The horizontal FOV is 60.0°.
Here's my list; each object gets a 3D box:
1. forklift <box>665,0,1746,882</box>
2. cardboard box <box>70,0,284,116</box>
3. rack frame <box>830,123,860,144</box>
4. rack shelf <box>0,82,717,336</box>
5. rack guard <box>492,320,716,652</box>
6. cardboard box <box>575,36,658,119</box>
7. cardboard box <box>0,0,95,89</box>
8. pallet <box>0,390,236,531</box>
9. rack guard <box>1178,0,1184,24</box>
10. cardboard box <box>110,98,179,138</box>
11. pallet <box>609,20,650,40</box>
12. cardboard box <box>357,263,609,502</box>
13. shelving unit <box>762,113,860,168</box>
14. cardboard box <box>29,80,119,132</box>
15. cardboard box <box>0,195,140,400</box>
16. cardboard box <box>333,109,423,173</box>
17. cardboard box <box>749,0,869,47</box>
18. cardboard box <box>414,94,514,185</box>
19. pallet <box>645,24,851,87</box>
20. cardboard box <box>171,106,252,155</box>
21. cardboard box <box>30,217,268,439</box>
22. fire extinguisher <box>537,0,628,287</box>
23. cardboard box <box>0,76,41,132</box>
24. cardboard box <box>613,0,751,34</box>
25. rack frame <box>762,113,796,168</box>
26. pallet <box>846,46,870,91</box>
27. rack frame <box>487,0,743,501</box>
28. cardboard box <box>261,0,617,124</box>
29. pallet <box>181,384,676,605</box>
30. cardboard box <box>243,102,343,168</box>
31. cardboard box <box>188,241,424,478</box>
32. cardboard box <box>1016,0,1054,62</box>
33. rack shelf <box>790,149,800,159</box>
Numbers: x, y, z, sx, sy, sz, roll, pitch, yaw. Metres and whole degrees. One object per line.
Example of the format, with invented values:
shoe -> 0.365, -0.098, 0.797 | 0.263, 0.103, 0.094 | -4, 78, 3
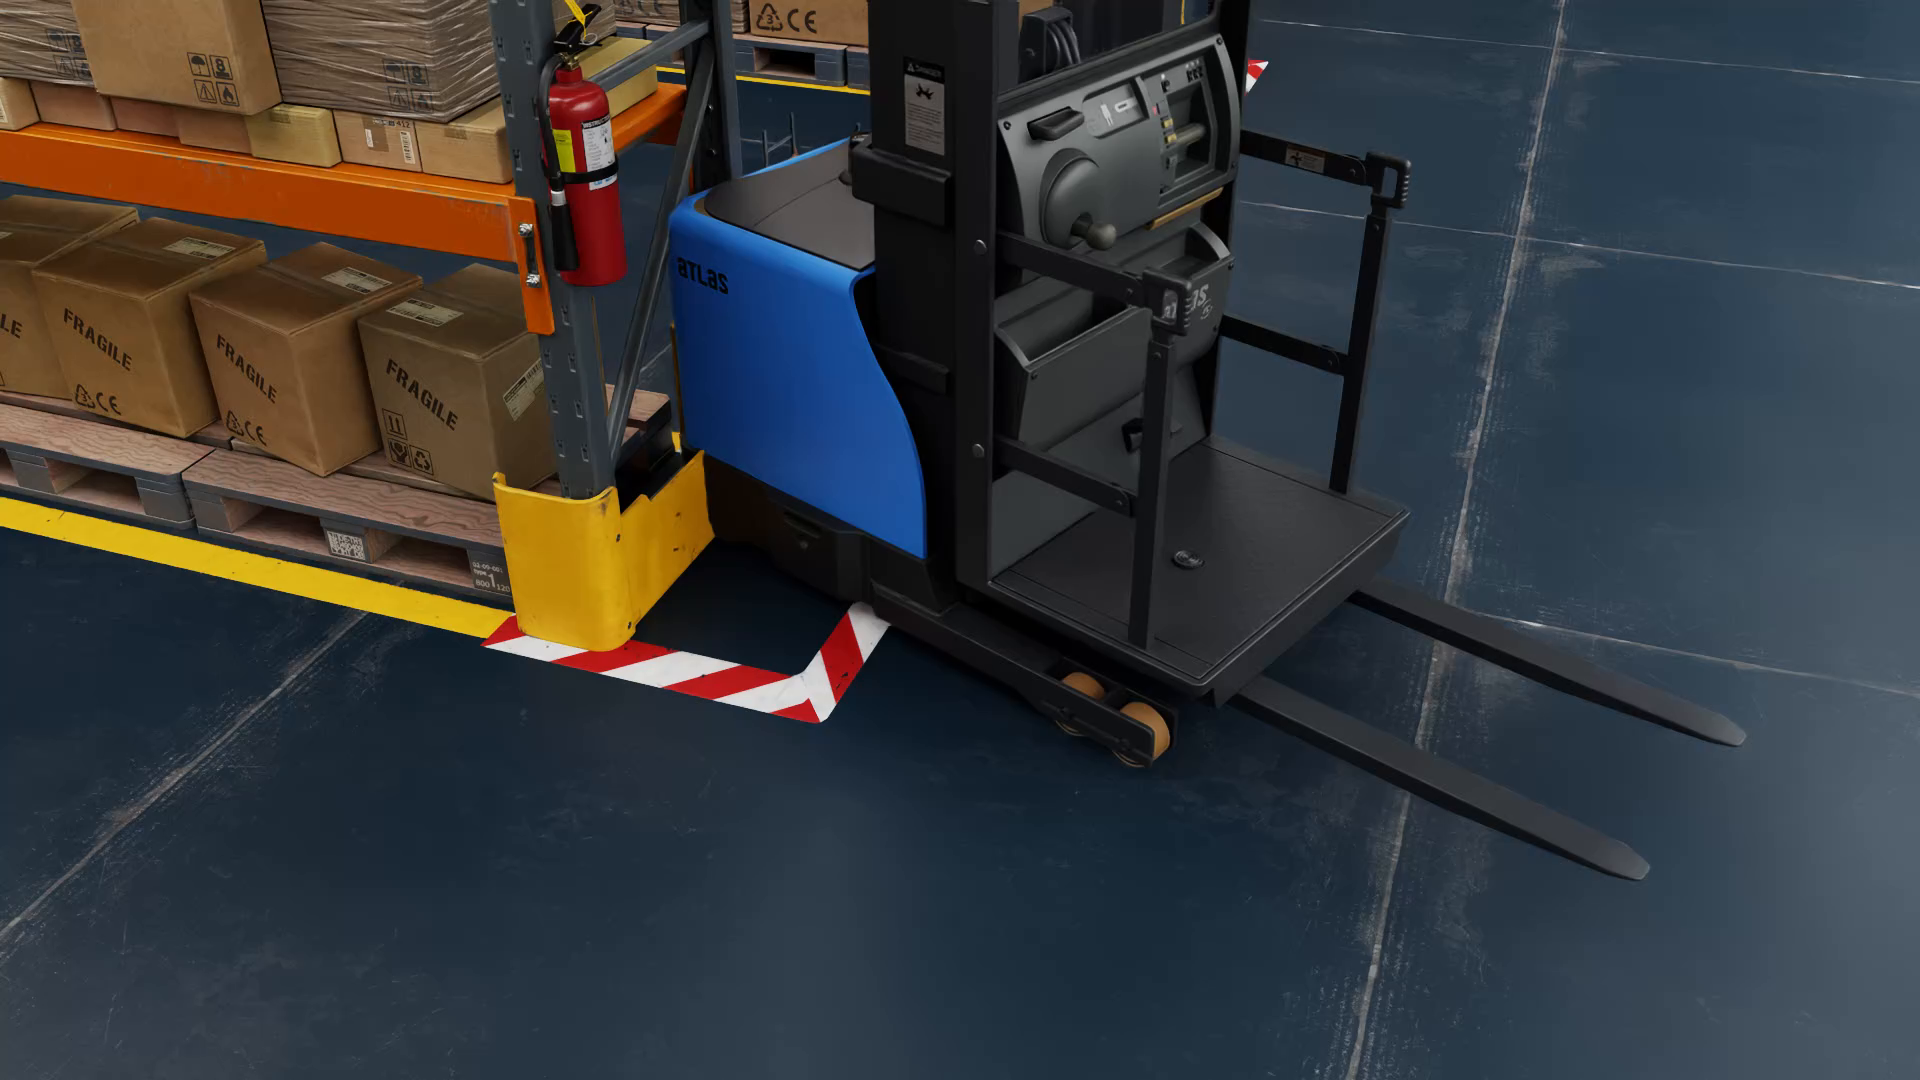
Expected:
forklift -> 0.576, -0.964, 4.041 | 3.031, 2.935, 1.130 | 25, 40, 33
cardboard box -> -1.900, -1.558, 4.532 | 0.500, 0.500, 0.875 | 11, 34, 16
rack frame -> -0.370, -0.870, 5.630 | 0.008, 1.050, 0.200 | 13, 35, 20
rack shelf -> -2.763, -1.310, 5.177 | 4.000, 0.370, 1.077 | 11, 34, 16
rack guard -> -0.952, -0.210, 5.115 | 0.348, 0.500, 1.175 | 11, 34, 16
cardboard box -> -1.068, -1.315, 4.752 | 0.250, 0.149, 0.380 | 11, 34, 16
cardboard box -> -2.356, -1.672, 4.708 | 0.500, 0.500, 0.875 | 11, 34, 16
pallet -> -2.849, -0.480, 5.798 | 1.213, 0.211, 1.003 | 11, 34, 16
rack guard -> 0.911, -2.706, 8.980 | 0.348, 0.500, 1.175 | 11, 34, 16
cardboard box -> -2.157, -1.274, 4.689 | 0.250, 0.149, 0.380 | 11, 34, 16
pallet -> -2.188, -3.142, 9.922 | 1.213, 0.211, 1.003 | 11, 34, 16
cardboard box -> -1.462, -0.495, 5.169 | 0.500, 0.500, 0.500 | 18, 37, 25
shelving unit -> -0.482, -0.897, 5.671 | 0.252, 1.050, 0.215 | 13, 35, 20
cardboard box -> -2.400, -1.308, 4.742 | 0.250, 0.149, 0.380 | 11, 34, 16
cardboard box -> -3.130, -0.837, 5.698 | 0.500, 0.500, 0.500 | 8, 34, 12
cardboard box -> -1.453, -1.134, 4.472 | 0.250, 0.149, 0.380 | 11, 34, 16
cardboard box -> -0.601, -3.295, 9.159 | 0.875, 0.875, 0.875 | 10, 34, 16
cardboard box -> -1.218, -1.088, 4.401 | 0.250, 0.149, 0.380 | 11, 34, 16
pallet -> -1.035, -2.920, 9.577 | 1.213, 0.211, 1.003 | 11, 34, 16
cardboard box -> -1.936, -1.207, 4.585 | 0.250, 0.149, 0.380 | 11, 34, 16
cardboard box -> -2.620, -0.712, 5.504 | 0.500, 0.500, 0.500 | 14, 35, 21
fire extinguisher -> -0.928, -0.958, 4.039 | 0.183, 0.674, 0.296 | 11, 34, 16
cardboard box -> -2.666, -1.308, 4.743 | 0.250, 0.149, 0.380 | 11, 34, 16
cardboard box -> -1.459, -3.462, 9.419 | 0.875, 0.875, 0.875 | 11, 35, 17
rack frame -> -0.594, -0.923, 5.712 | 0.008, 1.050, 0.200 | 13, 35, 20
pallet -> 0.109, -2.695, 9.230 | 1.213, 0.211, 1.003 | 11, 34, 16
rack frame -> -0.880, -1.246, 4.415 | 0.127, 3.000, 1.000 | 11, 34, 16
cardboard box -> -1.389, -1.528, 4.485 | 0.500, 0.500, 0.875 | 11, 34, 16
pallet -> -1.705, -0.256, 5.451 | 1.213, 0.211, 1.003 | 11, 34, 16
cardboard box -> -1.706, -1.153, 4.502 | 0.250, 0.149, 0.380 | 11, 34, 16
cardboard box -> -2.037, -0.587, 5.312 | 0.500, 0.500, 0.500 | 21, 38, 29
cardboard box -> 0.228, -3.135, 8.911 | 0.875, 0.875, 0.875 | 11, 35, 17
rack shelf -> -0.482, -1.126, 5.523 | 0.240, 0.259, 0.215 | 13, 35, 20
